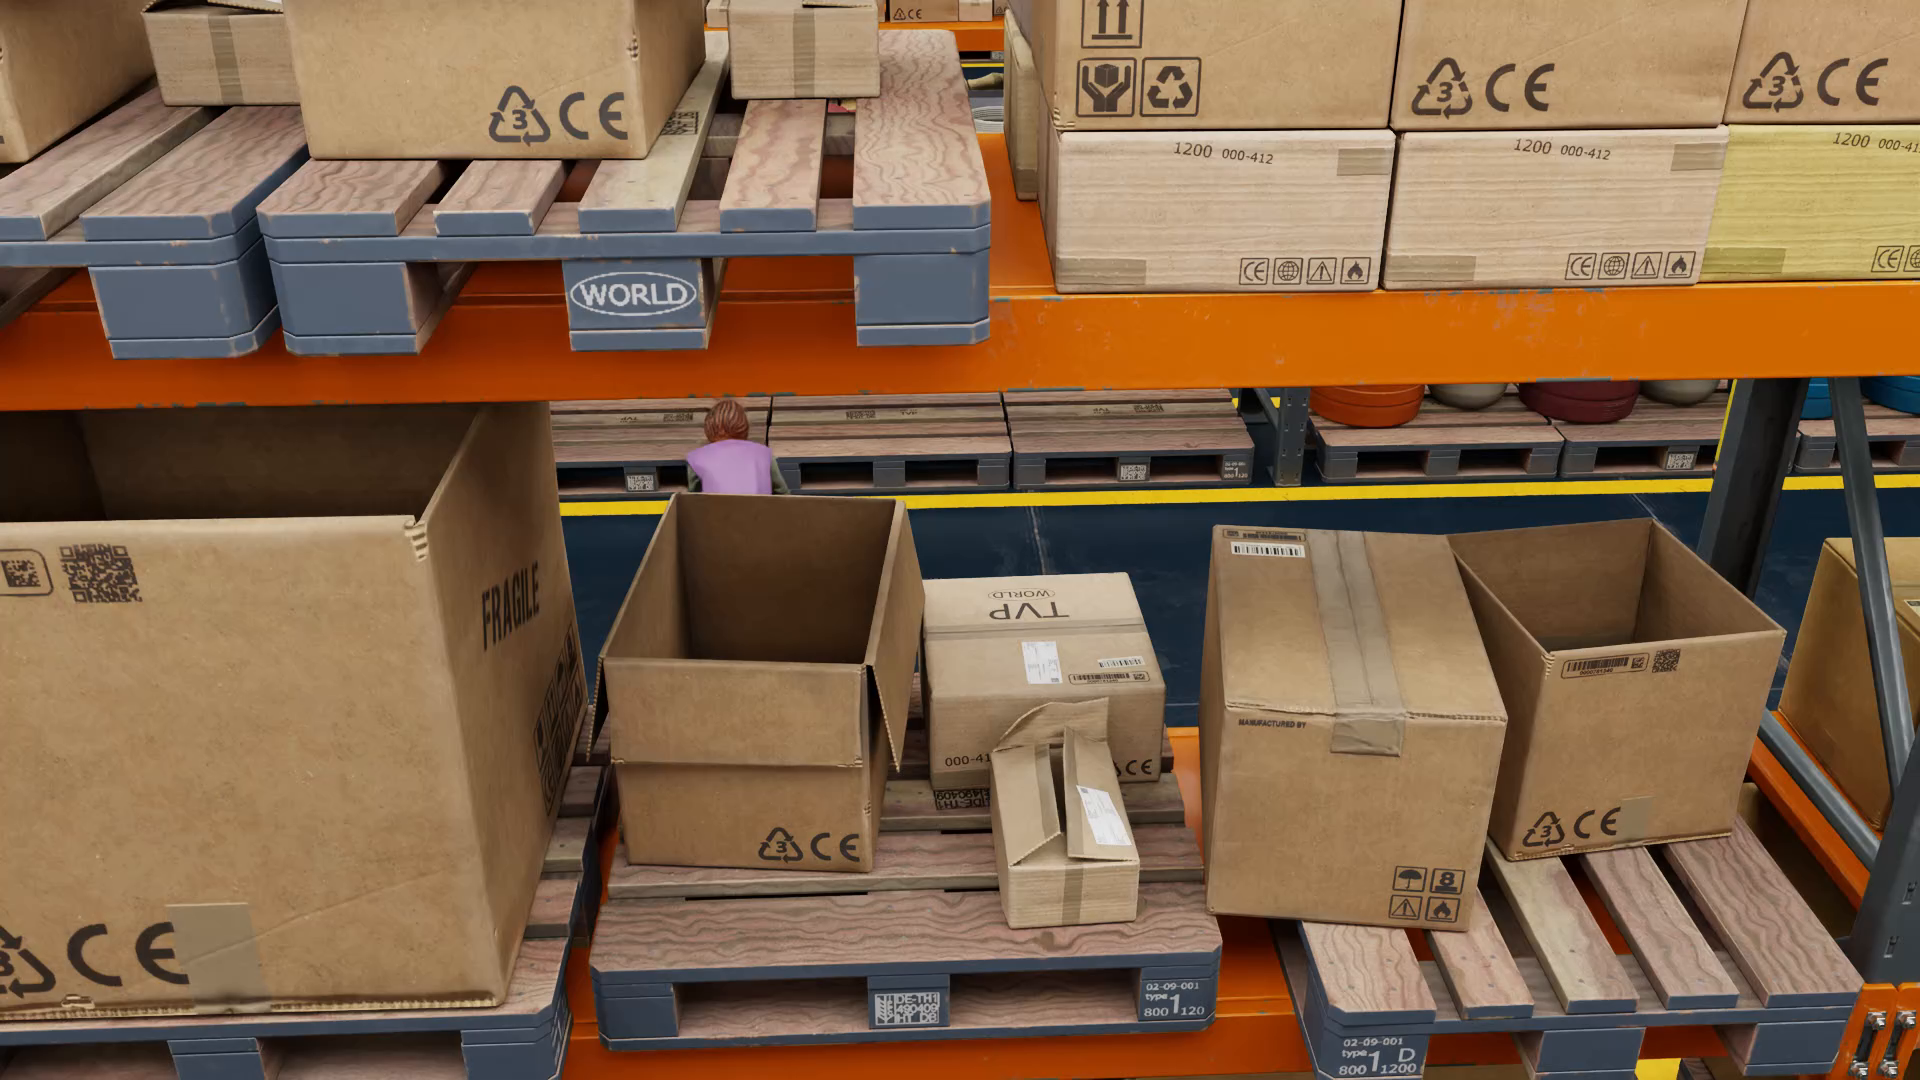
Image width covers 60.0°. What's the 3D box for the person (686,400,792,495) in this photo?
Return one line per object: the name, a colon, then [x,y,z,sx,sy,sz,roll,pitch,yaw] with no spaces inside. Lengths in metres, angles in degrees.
person: [-0.942,-0.081,7.061,0.467,0.876,0.807,-1,28,-2]
